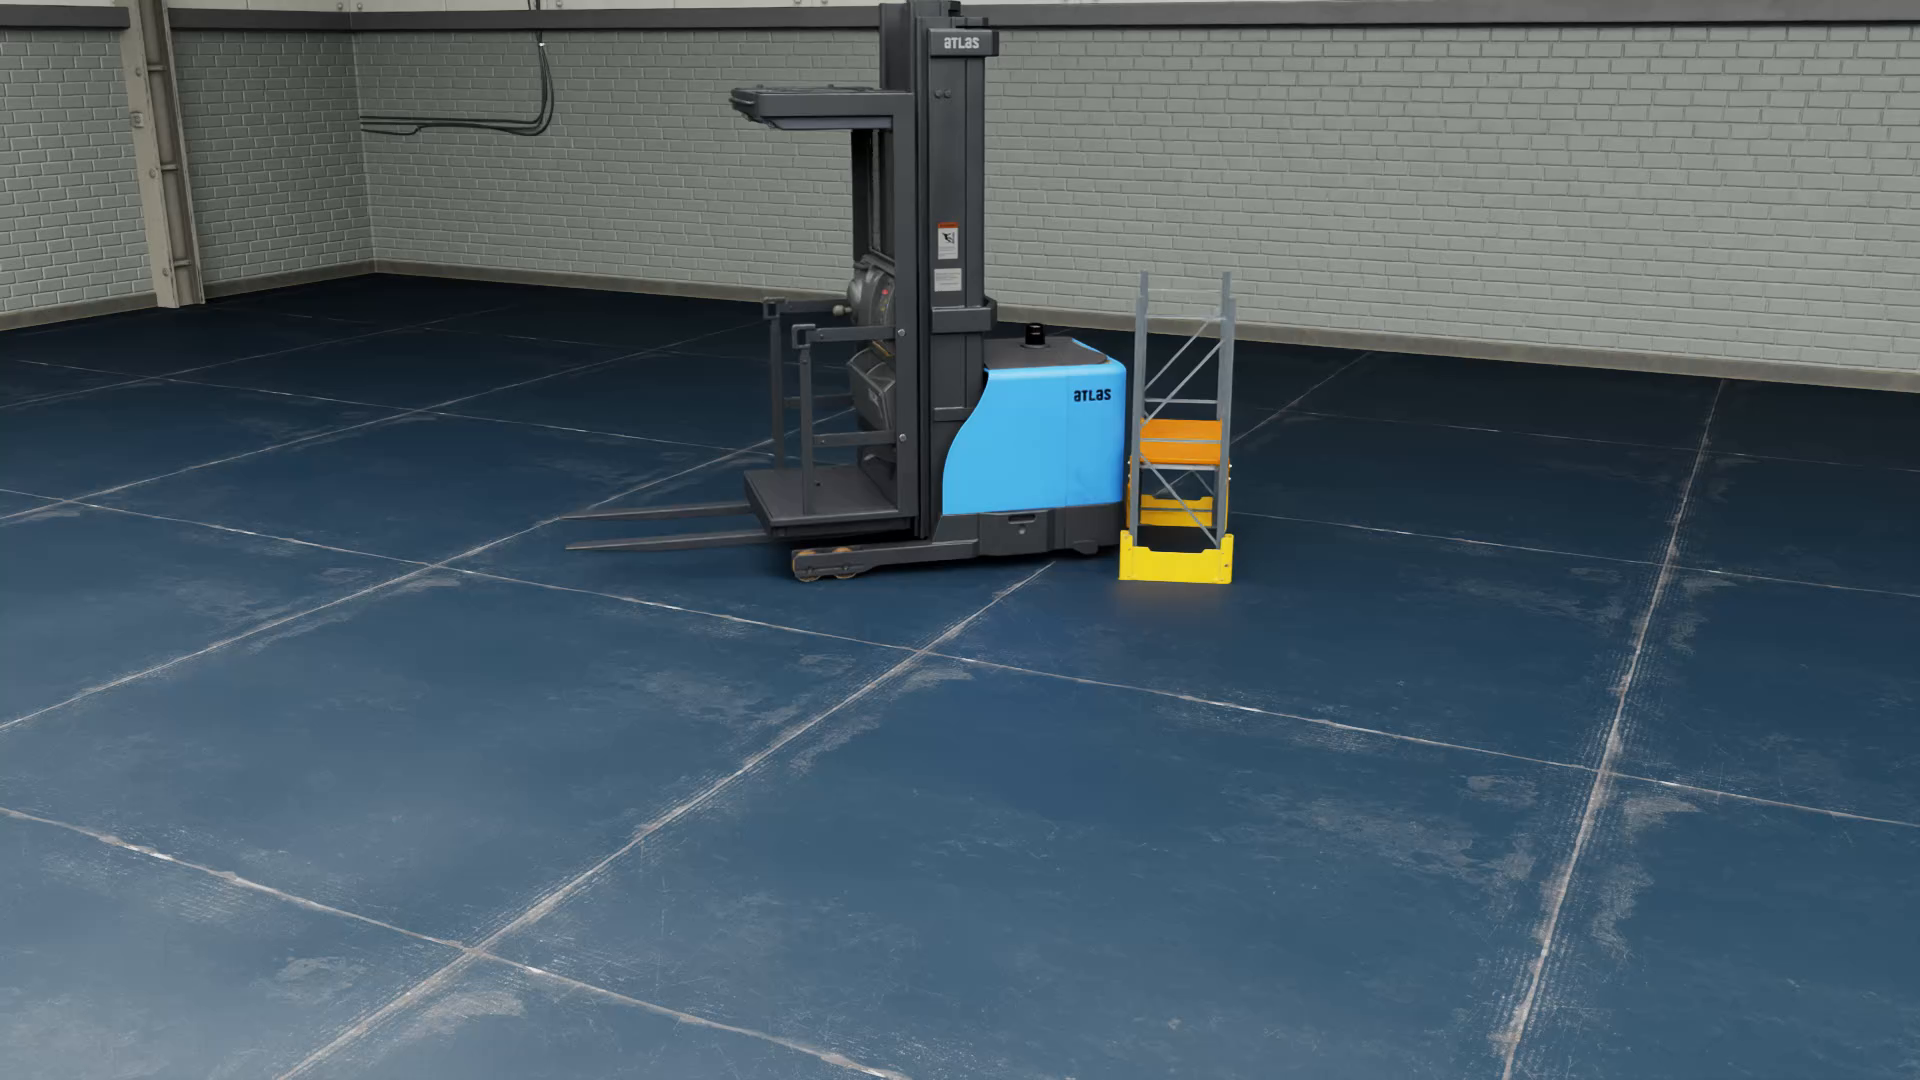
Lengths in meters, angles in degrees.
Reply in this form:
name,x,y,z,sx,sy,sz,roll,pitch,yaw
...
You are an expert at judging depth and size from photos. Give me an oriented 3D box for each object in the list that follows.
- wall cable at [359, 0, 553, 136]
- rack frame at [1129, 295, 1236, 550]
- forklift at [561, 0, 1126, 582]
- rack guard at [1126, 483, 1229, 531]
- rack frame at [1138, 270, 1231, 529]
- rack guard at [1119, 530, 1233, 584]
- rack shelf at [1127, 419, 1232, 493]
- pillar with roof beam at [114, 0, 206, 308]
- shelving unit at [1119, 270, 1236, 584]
name,x,y,z,sx,sy,sz,roll,pitch,yaw
wall cable,-6.022,-5.982,19.313,3.097,2.526,0.112,8,18,25
rack frame,1.141,-0.510,8.606,0.500,1.500,0.032,2,17,7
forklift,-0.661,-1.348,8.914,3.031,2.935,1.130,-4,17,-14
rack guard,1.269,-0.192,9.732,0.587,0.250,0.087,2,17,7
rack frame,1.271,-0.797,9.572,0.500,1.500,0.032,2,17,7
rack guard,1.141,0.089,8.785,0.587,0.250,0.087,2,17,7
rack shelf,1.206,-0.481,9.140,0.538,0.185,1.000,2,17,7
pillar with roof beam,-4.670,-6.340,15.066,9.100,9.000,0.400,8,18,25
shelving unit,1.205,-0.651,9.080,0.587,1.500,1.083,2,17,7
